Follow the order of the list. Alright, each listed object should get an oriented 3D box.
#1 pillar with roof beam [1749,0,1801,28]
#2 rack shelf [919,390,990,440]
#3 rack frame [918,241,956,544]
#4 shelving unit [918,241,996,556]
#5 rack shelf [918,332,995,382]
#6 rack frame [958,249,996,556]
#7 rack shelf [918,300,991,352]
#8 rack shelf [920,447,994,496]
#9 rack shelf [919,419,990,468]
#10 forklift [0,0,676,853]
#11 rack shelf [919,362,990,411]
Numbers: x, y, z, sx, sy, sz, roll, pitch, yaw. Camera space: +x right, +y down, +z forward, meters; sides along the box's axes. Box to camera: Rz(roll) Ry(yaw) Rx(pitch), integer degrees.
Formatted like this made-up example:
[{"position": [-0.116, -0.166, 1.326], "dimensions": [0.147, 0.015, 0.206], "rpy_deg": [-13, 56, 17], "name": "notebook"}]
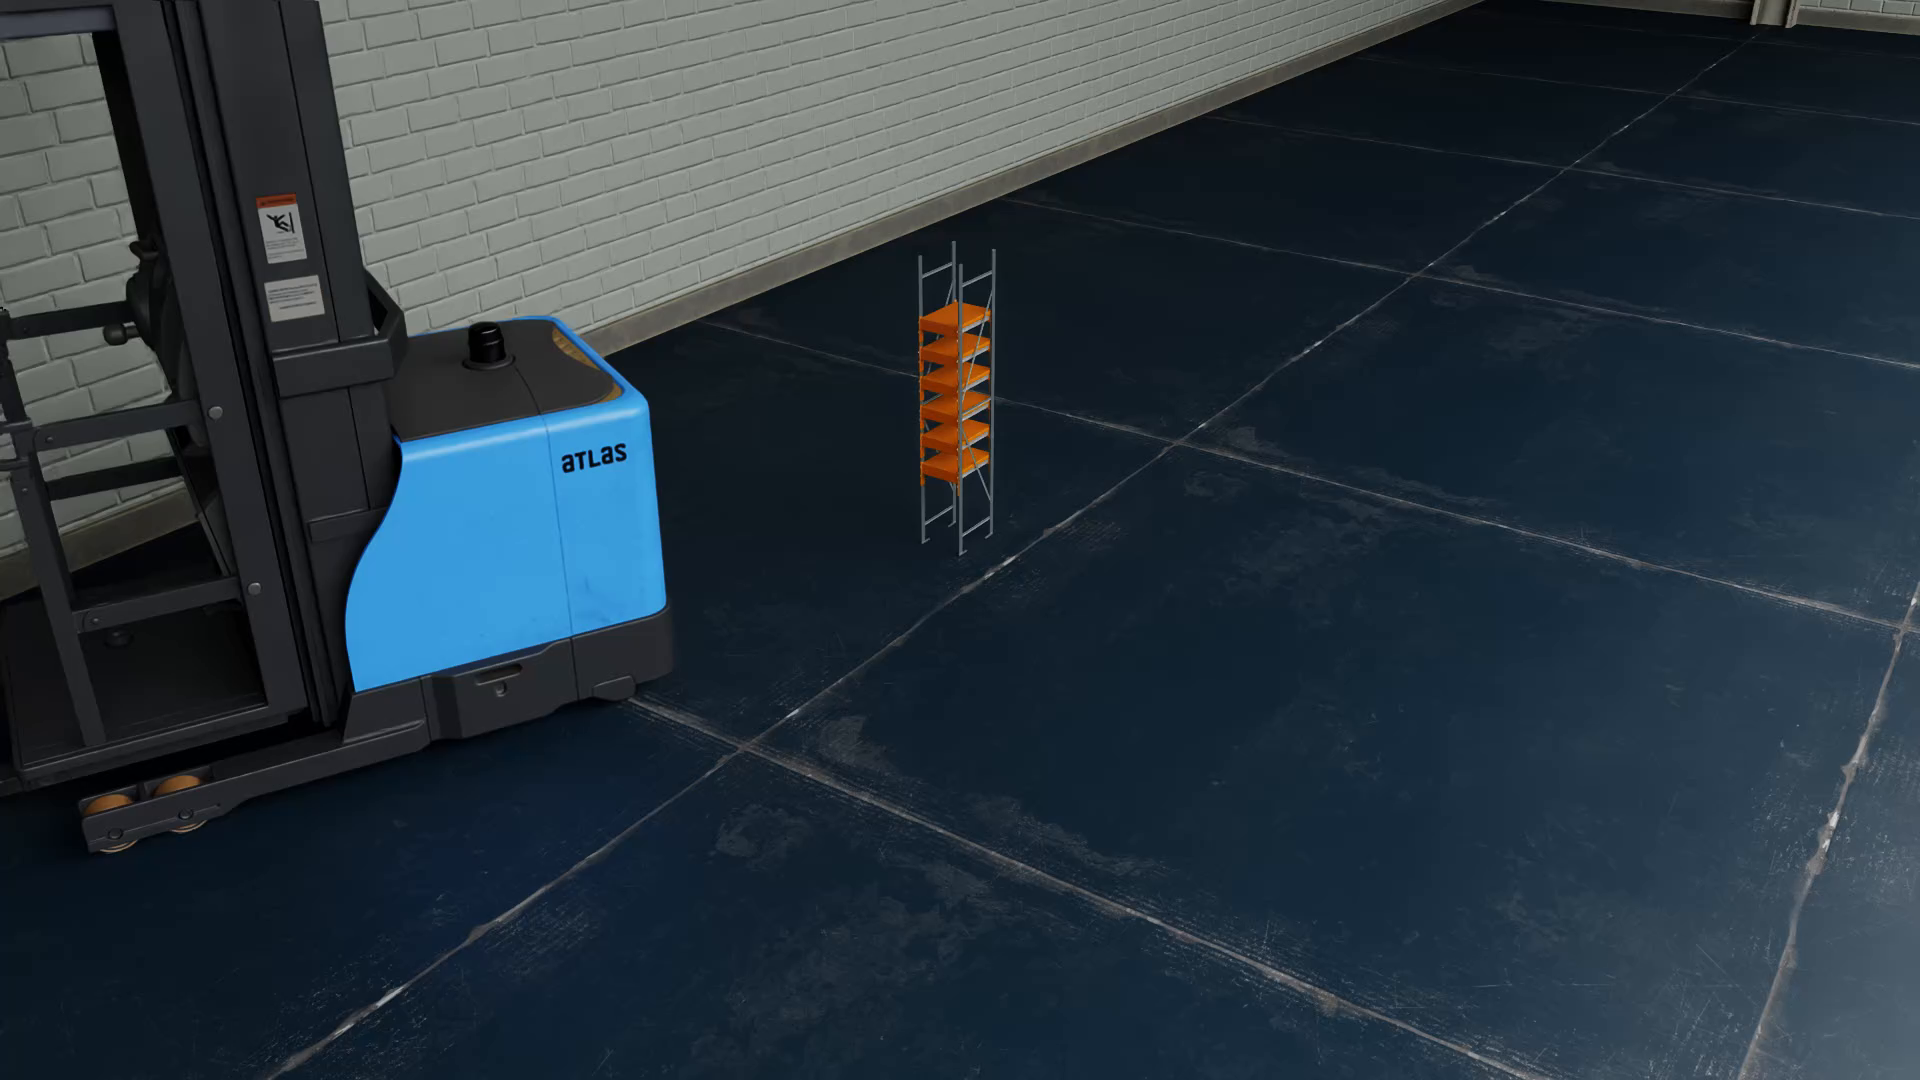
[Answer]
[{"position": [6.023, -7.774, 12.104], "dimensions": [0.400, 9.000, 9.100], "rpy_deg": [17, 32, 30], "name": "pillar with roof beam"}, {"position": [-0.012, -0.499, 6.505], "dimensions": [0.180, 0.103, 0.258], "rpy_deg": [17, 32, 30], "name": "rack shelf"}, {"position": [-0.087, -0.562, 6.531], "dimensions": [0.006, 1.200, 0.240], "rpy_deg": [17, 32, 30], "name": "rack frame"}, {"position": [-0.012, -0.538, 6.485], "dimensions": [0.189, 1.200, 0.258], "rpy_deg": [17, 32, 30], "name": "shelving unit"}, {"position": [-0.012, -0.713, 6.396], "dimensions": [0.180, 0.103, 0.258], "rpy_deg": [17, 32, 30], "name": "rack shelf"}, {"position": [0.063, -0.515, 6.439], "dimensions": [0.006, 1.200, 0.240], "rpy_deg": [17, 32, 30], "name": "rack frame"}, {"position": [-0.012, -0.820, 6.342], "dimensions": [0.180, 0.103, 0.258], "rpy_deg": [17, 32, 30], "name": "rack shelf"}, {"position": [-0.012, -0.285, 6.614], "dimensions": [0.180, 0.103, 0.258], "rpy_deg": [17, 32, 30], "name": "rack shelf"}, {"position": [-0.012, -0.392, 6.560], "dimensions": [0.180, 0.103, 0.258], "rpy_deg": [17, 32, 30], "name": "rack shelf"}, {"position": [-2.516, -0.655, 4.805], "dimensions": [3.031, 2.935, 1.130], "rpy_deg": [-15, 30, -26], "name": "forklift"}, {"position": [-0.012, -0.606, 6.451], "dimensions": [0.180, 0.103, 0.258], "rpy_deg": [17, 32, 30], "name": "rack shelf"}]
